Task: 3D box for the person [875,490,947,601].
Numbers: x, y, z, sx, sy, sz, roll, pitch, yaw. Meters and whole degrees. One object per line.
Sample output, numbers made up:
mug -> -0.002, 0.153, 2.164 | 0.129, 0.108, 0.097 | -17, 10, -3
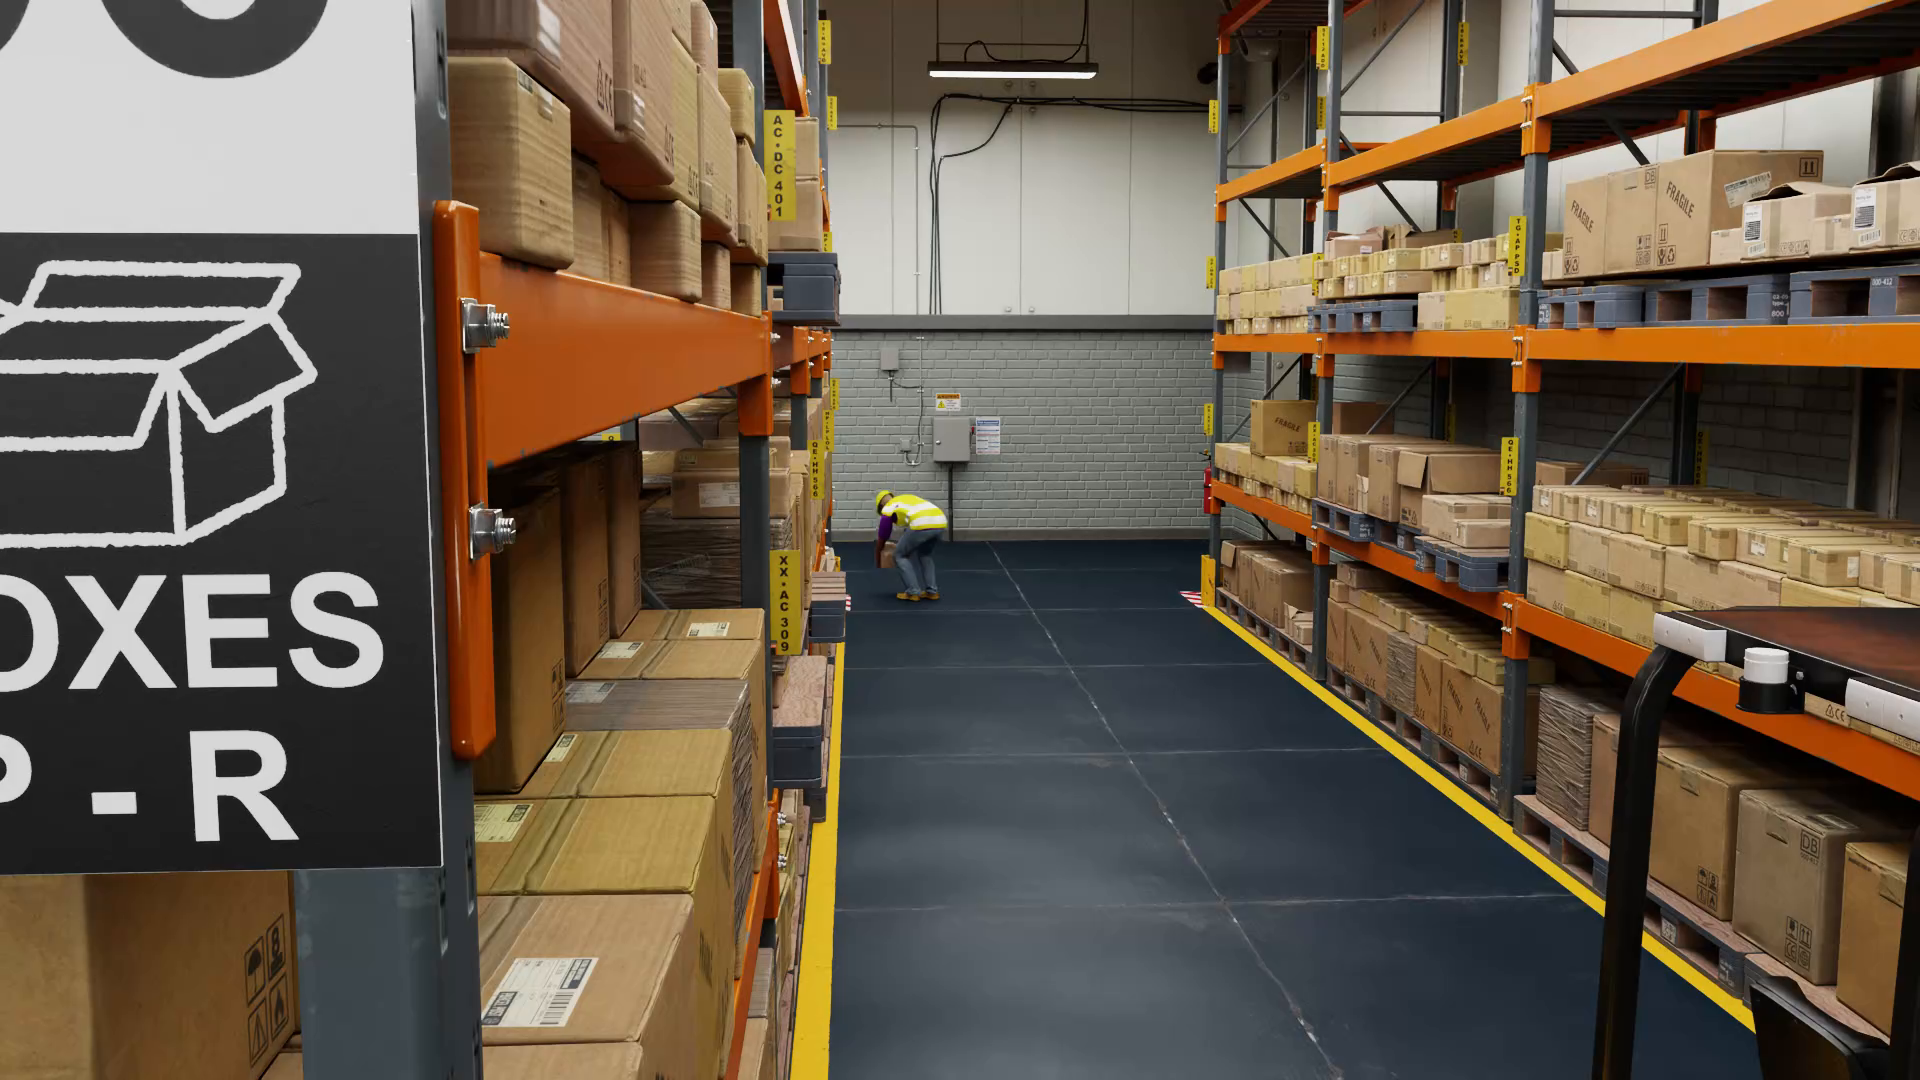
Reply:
person -> -0.566, 0.057, 17.819 | 0.502, 1.133, 0.963 | -6, 9, -43
